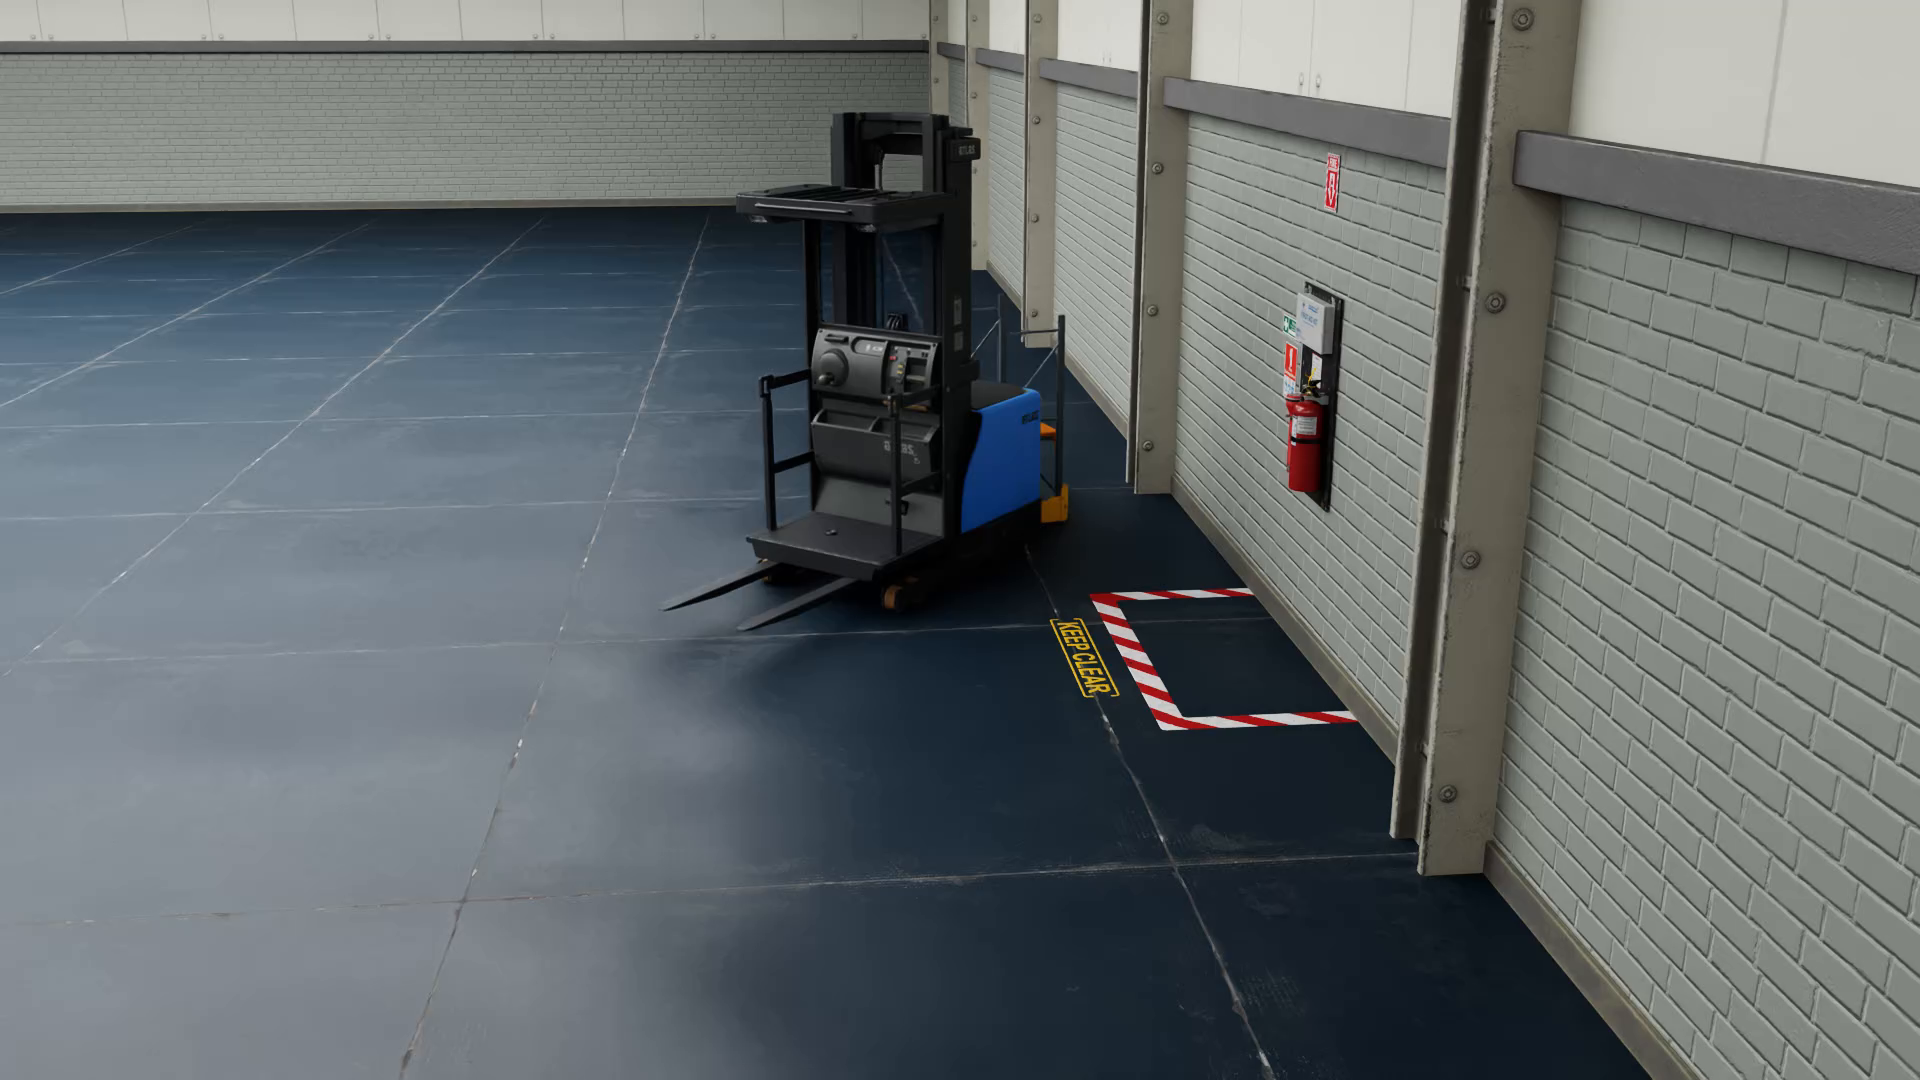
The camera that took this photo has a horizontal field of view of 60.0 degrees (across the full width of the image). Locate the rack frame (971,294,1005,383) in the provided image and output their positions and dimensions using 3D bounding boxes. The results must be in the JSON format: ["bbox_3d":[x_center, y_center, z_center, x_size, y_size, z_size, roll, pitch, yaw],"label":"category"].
[{"bbox_3d":[0.103,-1.122,12.746,0.500,1.500,0.032,-7,19,-22],"label":"rack frame"}]

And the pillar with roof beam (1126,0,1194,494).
[{"bbox_3d":[-2.796,-4.577,11.232,9.100,9.000,0.400,-2,18,-6],"label":"pillar with roof beam"}]

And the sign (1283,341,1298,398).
[{"bbox_3d":[1.934,-0.982,9.739,0.001,0.329,0.234,-2,18,-6],"label":"sign"}]

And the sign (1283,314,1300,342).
[{"bbox_3d":[1.925,-1.234,9.654,0.001,0.109,0.331,-2,18,-6],"label":"sign"}]

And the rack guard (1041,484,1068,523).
[{"bbox_3d":[0.507,-0.246,12.044,0.587,0.250,0.087,-7,19,-22],"label":"rack guard"}]

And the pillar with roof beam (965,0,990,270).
[{"bbox_3d":[-4.034,-8.152,22.620,9.100,9.000,0.400,-2,18,-6],"label":"pillar with roof beam"}]

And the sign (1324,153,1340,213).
[{"bbox_3d":[1.986,-1.909,8.879,0.001,0.298,0.199,-2,18,-6],"label":"sign"}]

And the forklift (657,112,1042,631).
[{"bbox_3d":[-0.657,-1.114,10.331,1.130,2.935,3.031,11,21,31],"label":"forklift"}]

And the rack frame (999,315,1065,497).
[{"bbox_3d":[0.507,-0.842,11.856,0.500,1.500,0.032,-7,19,-22],"label":"rack frame"}]

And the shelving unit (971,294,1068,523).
[{"bbox_3d":[0.309,-0.979,12.293,0.587,1.500,1.083,-7,19,-22],"label":"shelving unit"}]

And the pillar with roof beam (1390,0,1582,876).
[{"bbox_3d":[-2.177,-2.789,5.538,9.100,9.000,0.400,-2,18,-6],"label":"pillar with roof beam"}]

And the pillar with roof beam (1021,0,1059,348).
[{"bbox_3d":[-3.415,-6.364,16.926,9.100,9.000,0.400,-2,18,-6],"label":"pillar with roof beam"}]

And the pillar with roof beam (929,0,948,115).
[{"bbox_3d":[-4.652,-9.940,28.314,9.100,9.000,0.400,-2,18,-6],"label":"pillar with roof beam"}]

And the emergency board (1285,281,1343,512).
[{"bbox_3d":[1.888,-0.797,9.209,0.194,1.169,0.643,-2,18,-6],"label":"emergency board"}]

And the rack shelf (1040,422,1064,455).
[{"bbox_3d":[0.305,-0.810,12.355,0.538,0.185,1.000,-7,19,-22],"label":"rack shelf"}]
